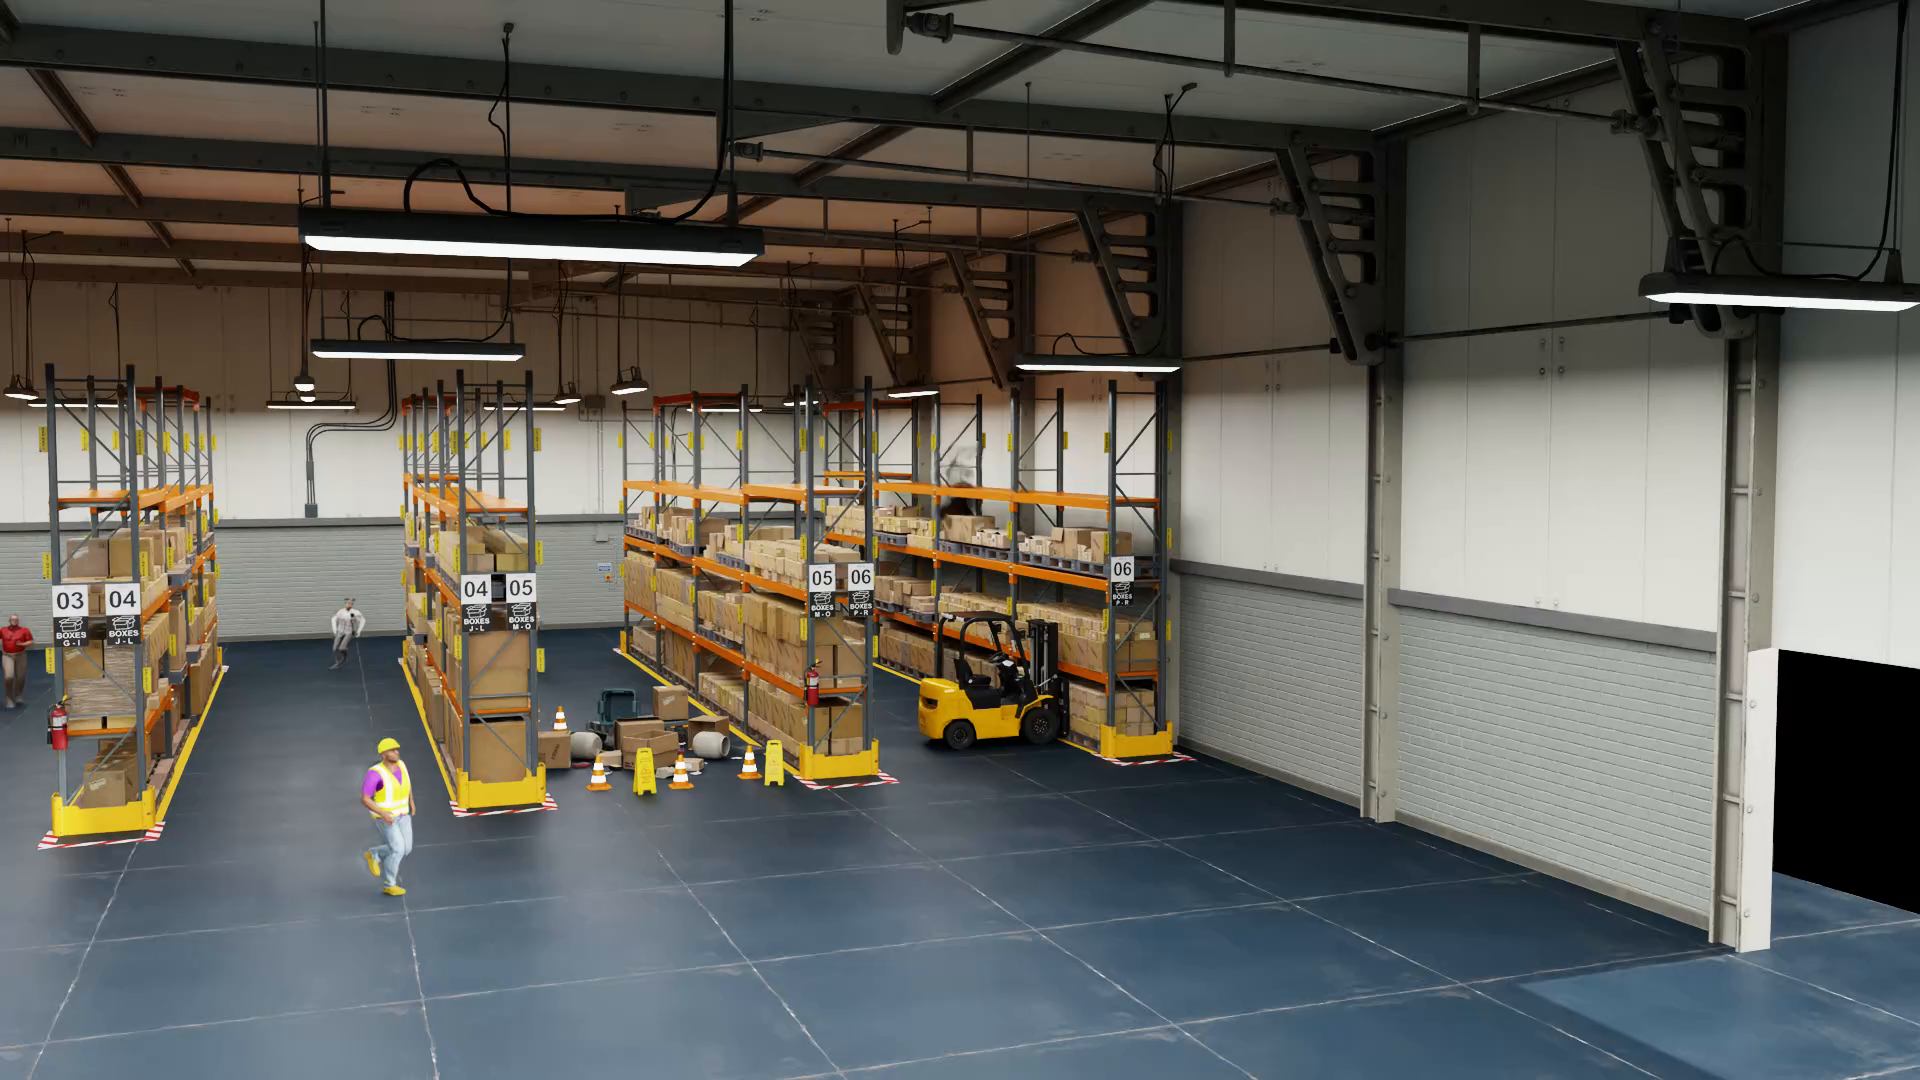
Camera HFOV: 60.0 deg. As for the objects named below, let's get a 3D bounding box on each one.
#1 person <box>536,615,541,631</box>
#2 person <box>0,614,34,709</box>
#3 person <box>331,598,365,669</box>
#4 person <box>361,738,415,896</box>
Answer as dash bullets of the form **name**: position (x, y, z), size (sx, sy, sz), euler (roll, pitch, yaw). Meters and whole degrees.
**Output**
- **person**: position (-9.662, 2.055, 36.957), size (0.532, 1.559, 0.555), euler (-3, 4, -39)
- **person**: position (-17.953, 2.304, 31.582), size (0.635, 1.799, 0.774), euler (-2, 4, -36)
- **person**: position (-13.615, 2.063, 36.896), size (0.731, 1.590, 0.493), euler (0, 3, 0)
- **person**: position (-6.363, 3.057, 18.499), size (0.601, 1.738, 0.722), euler (2, 4, 25)
